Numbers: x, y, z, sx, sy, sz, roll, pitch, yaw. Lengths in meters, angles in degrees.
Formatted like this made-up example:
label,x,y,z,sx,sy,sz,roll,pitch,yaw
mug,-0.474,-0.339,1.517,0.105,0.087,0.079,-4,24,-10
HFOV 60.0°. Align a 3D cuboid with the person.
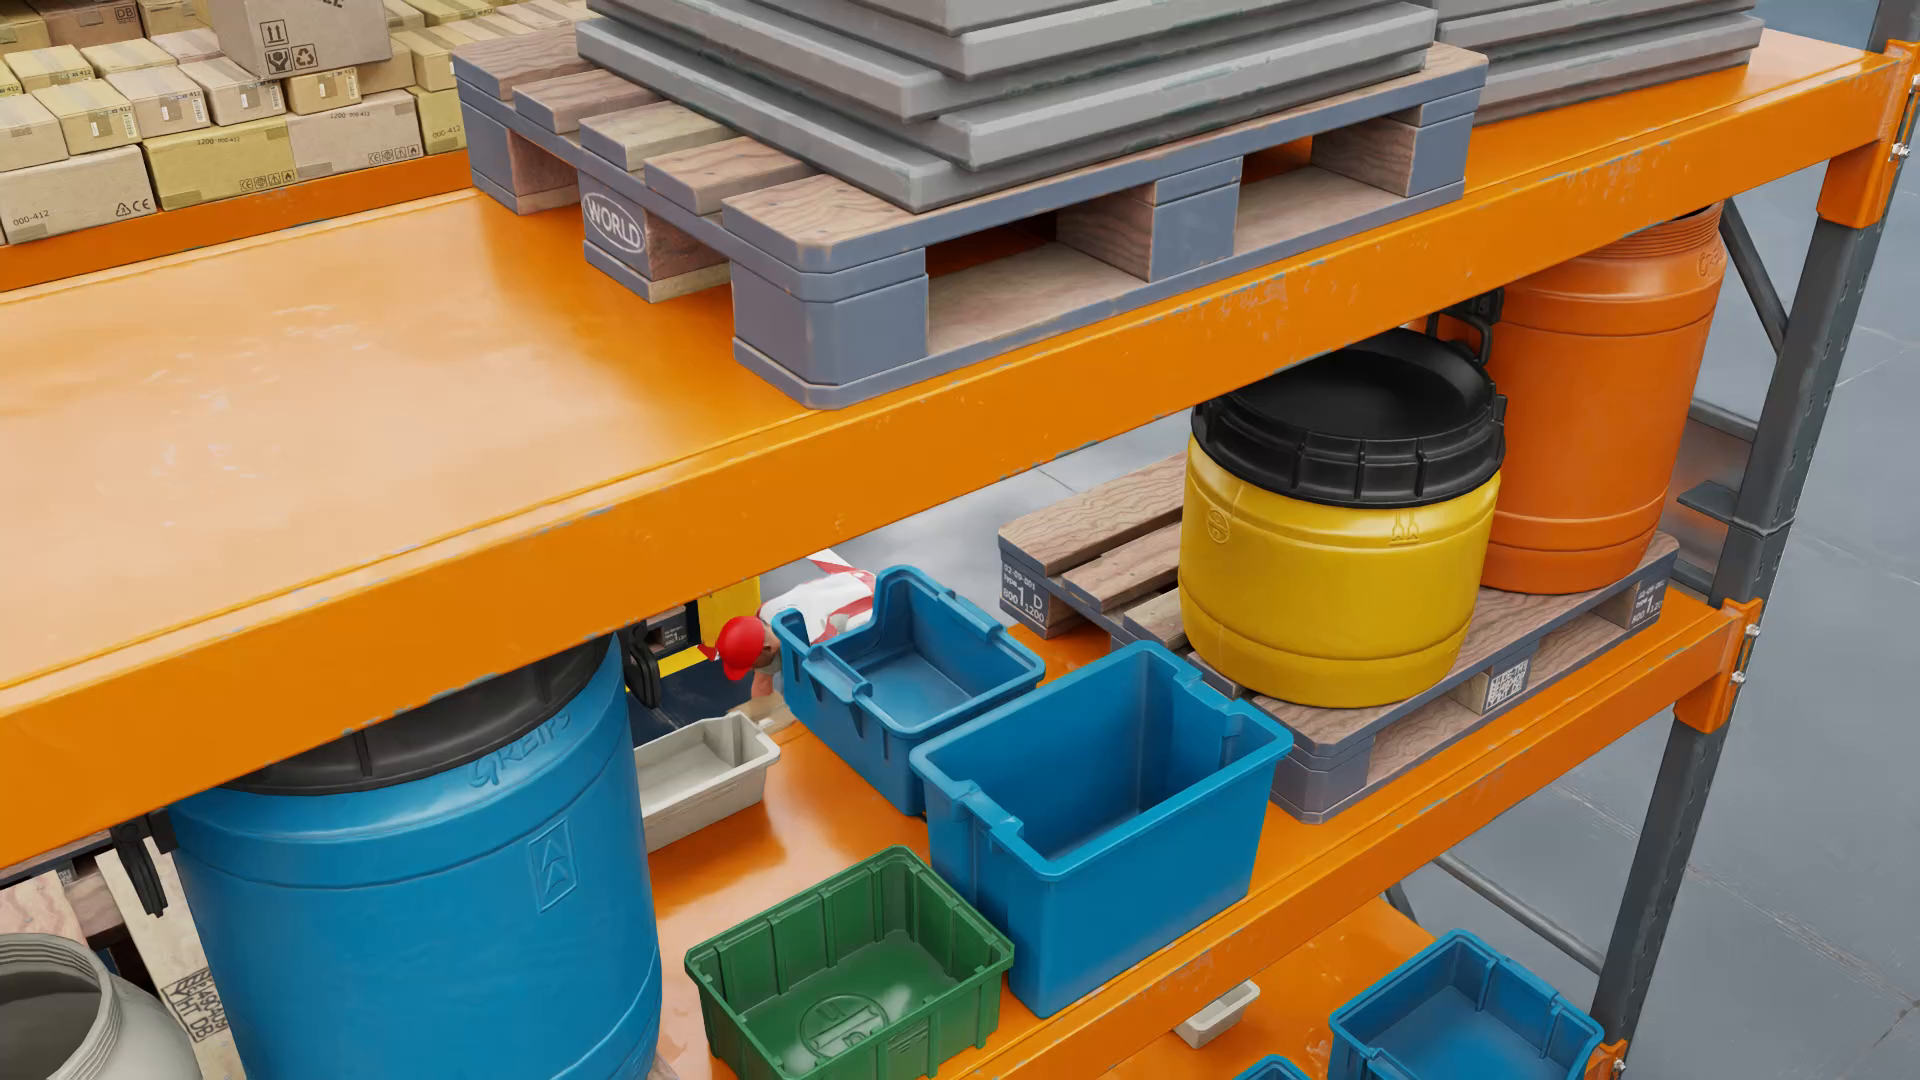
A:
label,x,y,z,sx,sy,sz,roll,pitch,yaw
person,-0.621,0.681,7.297,0.951,1.134,0.517,-24,39,-33
